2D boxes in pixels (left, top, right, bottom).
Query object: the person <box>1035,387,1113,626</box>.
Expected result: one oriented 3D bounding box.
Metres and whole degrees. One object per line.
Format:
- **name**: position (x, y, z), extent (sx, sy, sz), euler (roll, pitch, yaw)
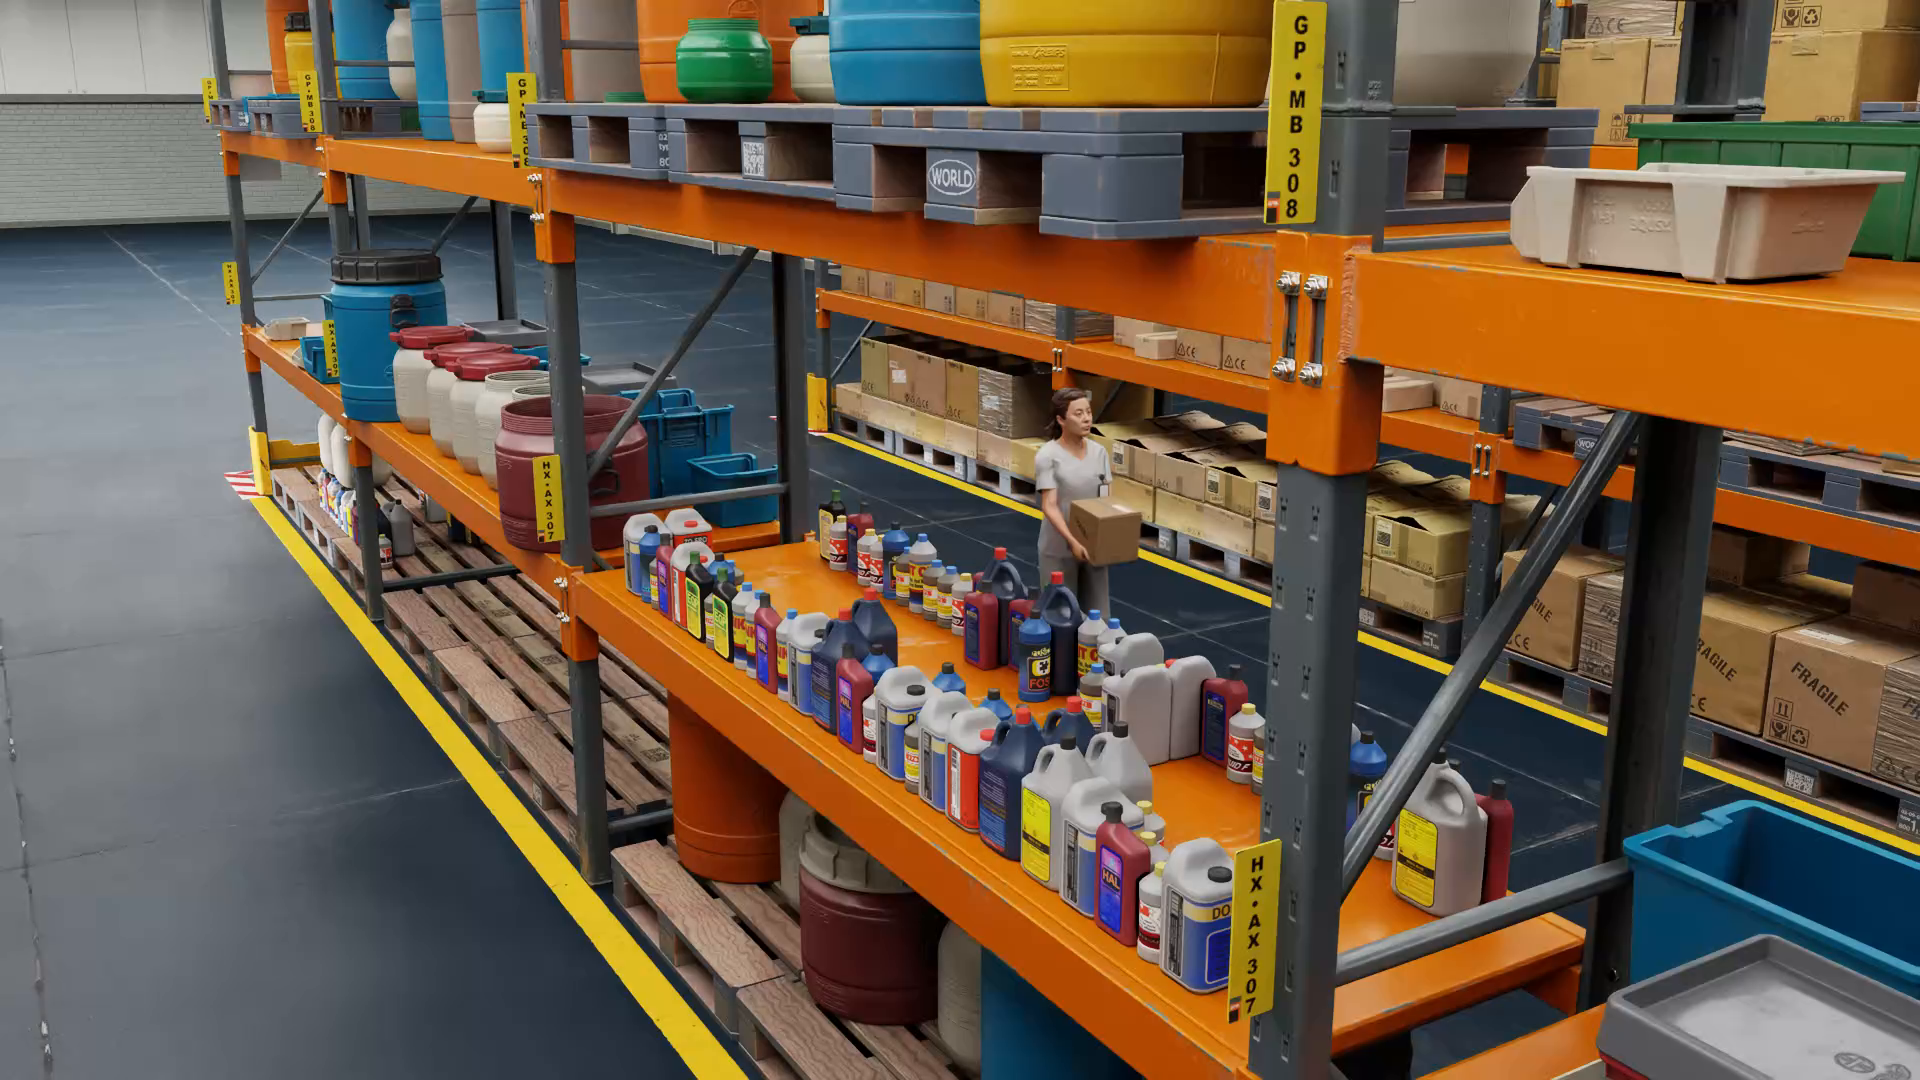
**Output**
- **person**: position (0.595, 0.088, 8.212), extent (0.437, 1.662, 0.555), euler (-8, 17, -29)
